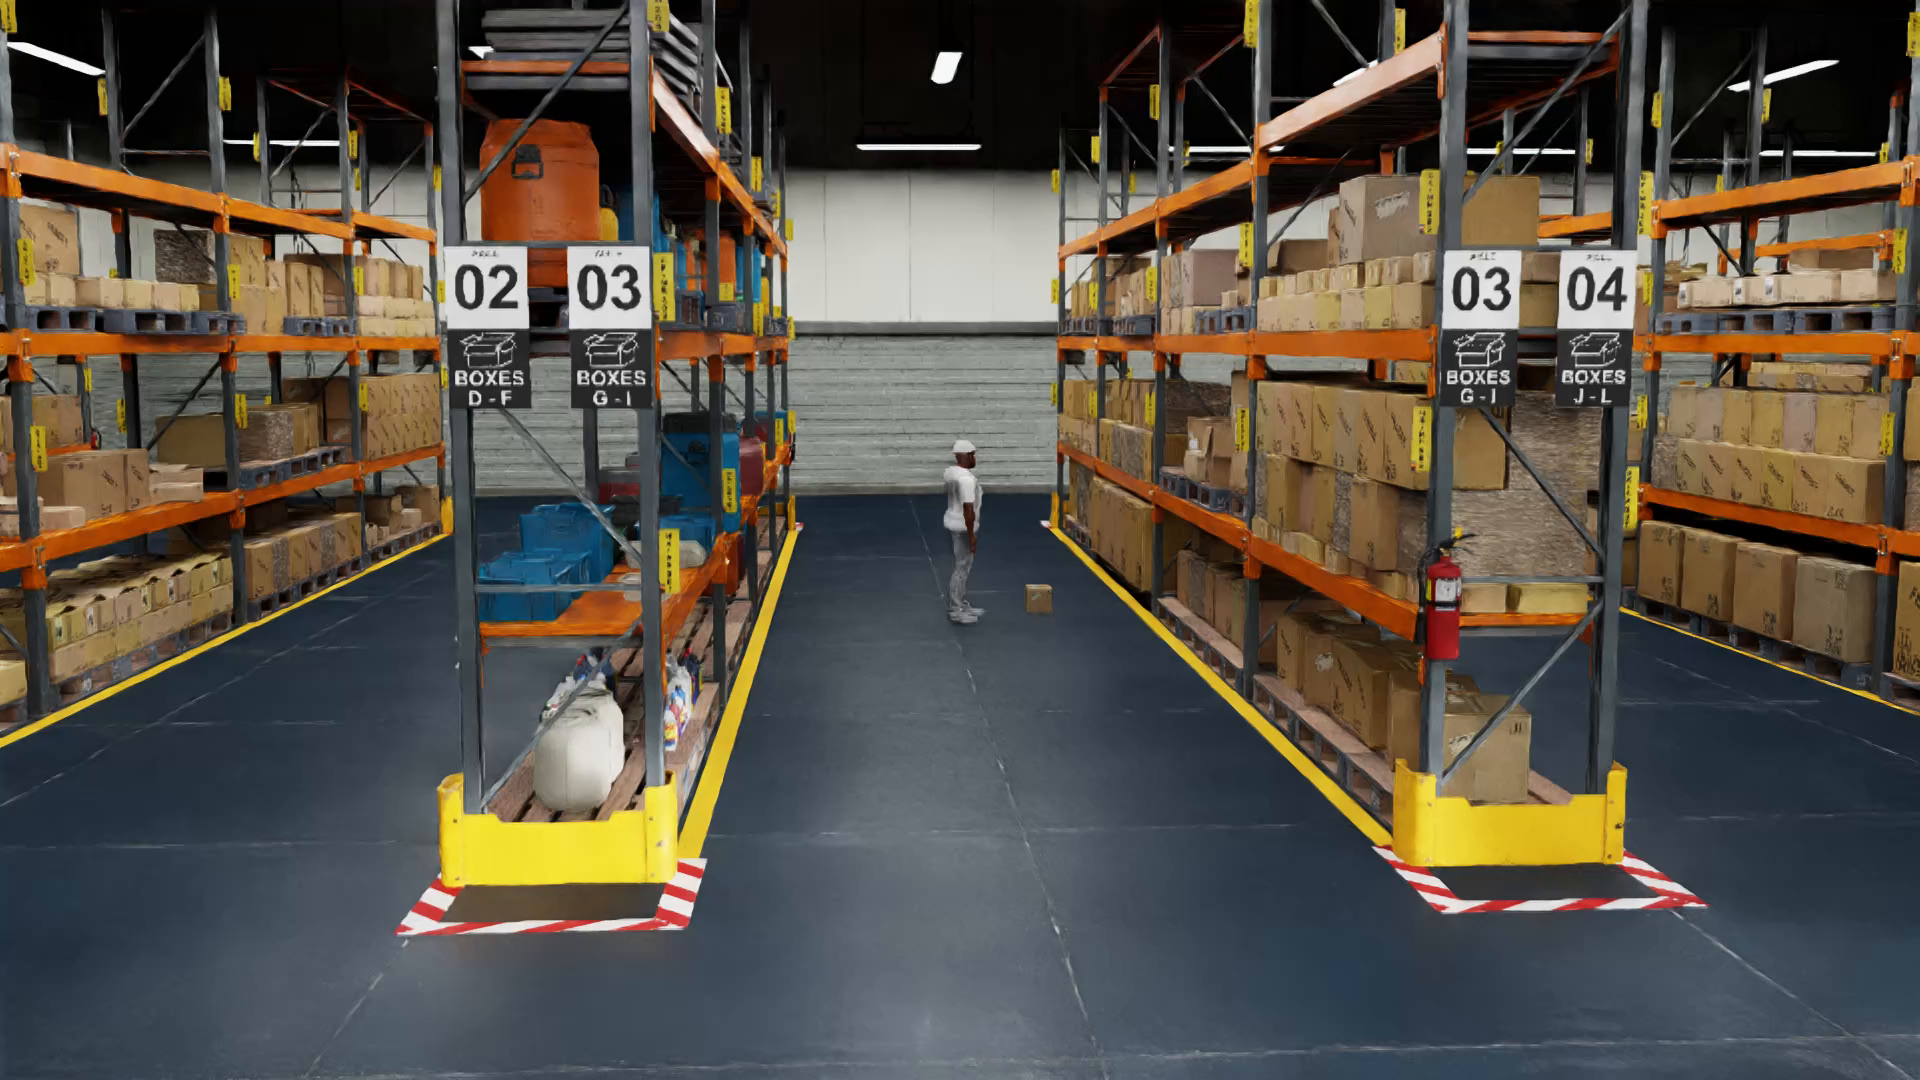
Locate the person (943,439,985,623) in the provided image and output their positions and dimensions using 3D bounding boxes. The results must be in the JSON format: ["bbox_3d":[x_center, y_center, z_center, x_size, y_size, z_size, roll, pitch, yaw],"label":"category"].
[{"bbox_3d":[0.057,-0.107,16.334,0.444,1.769,0.688,-2,7,-17],"label":"person"}]
